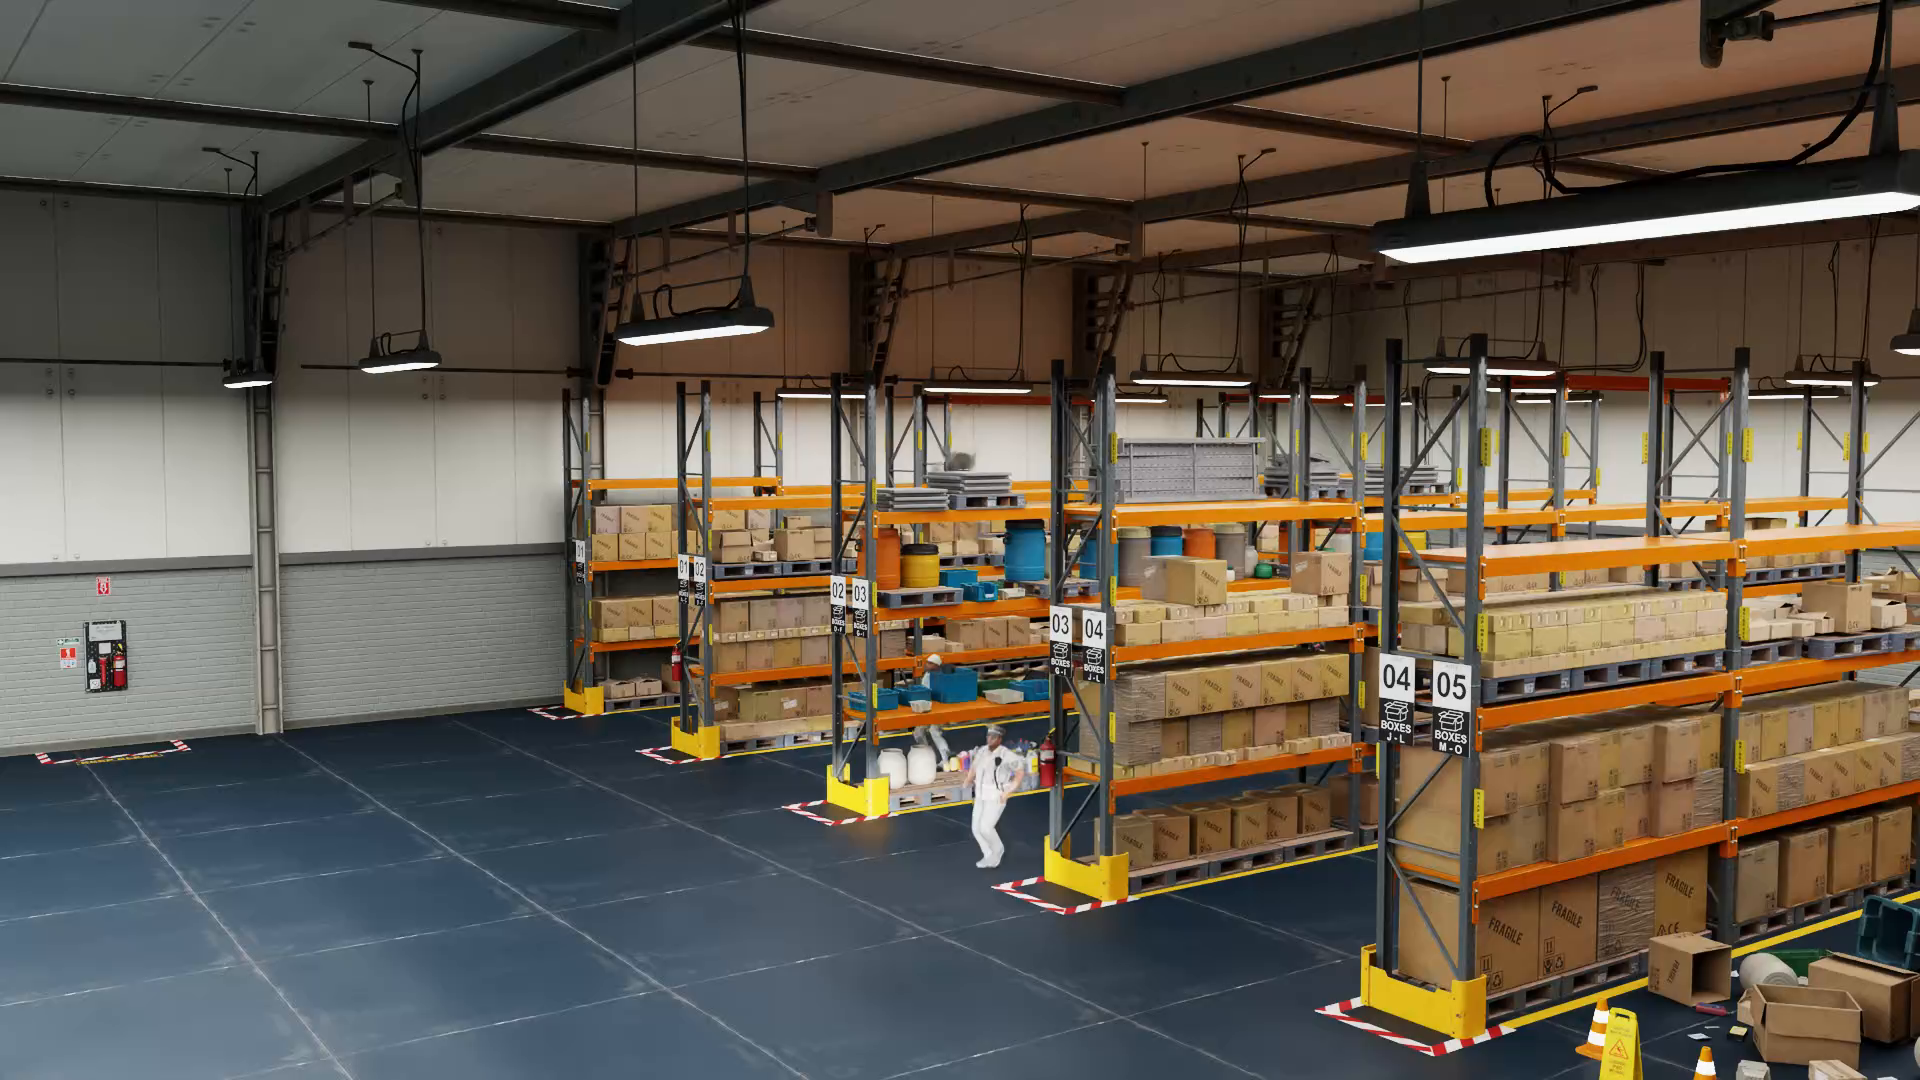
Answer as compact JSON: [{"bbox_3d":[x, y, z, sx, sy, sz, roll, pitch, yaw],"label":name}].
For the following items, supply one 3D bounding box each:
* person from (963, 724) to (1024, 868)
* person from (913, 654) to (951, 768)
[{"bbox_3d":[0.339,3.046,19.746,0.711,1.746,0.555,3,5,43],"label":"person"},{"bbox_3d":[-0.428,2.666,25.415,0.654,1.842,0.668,-3,4,-35],"label":"person"}]
